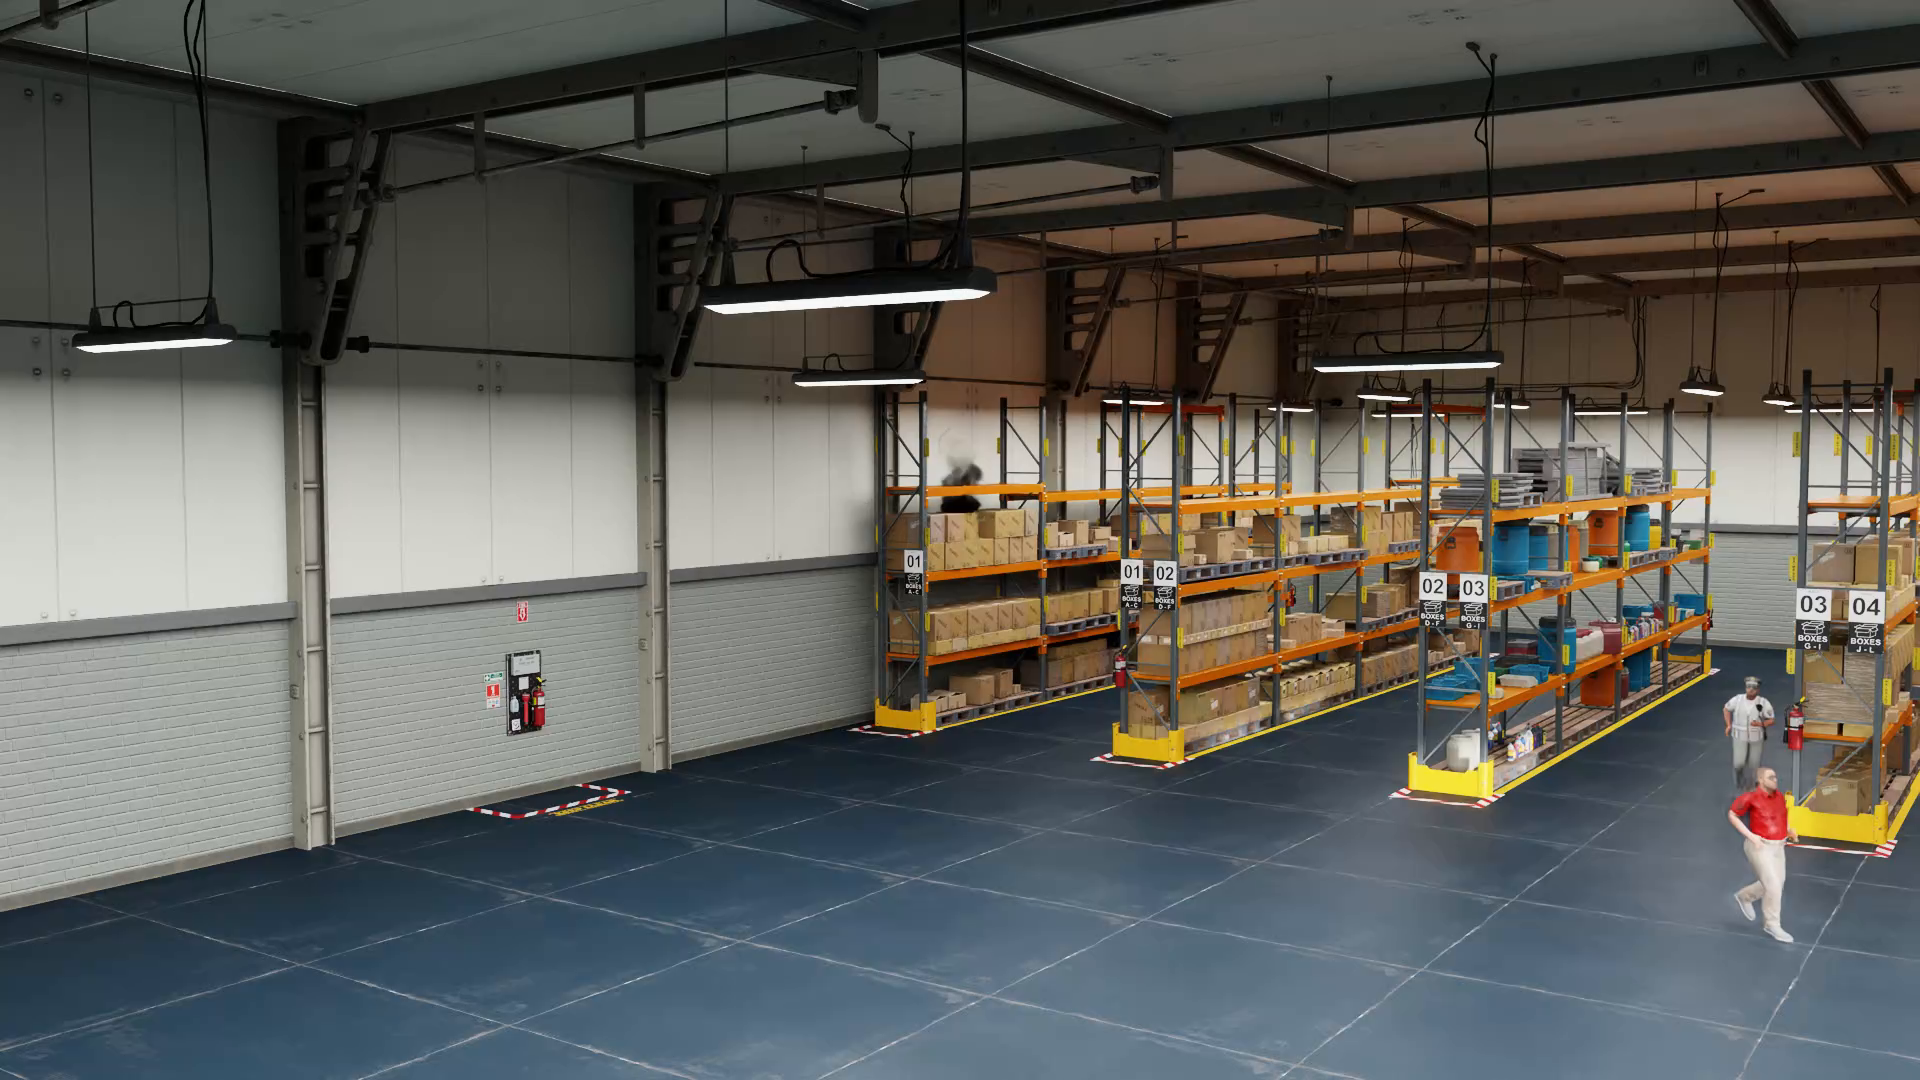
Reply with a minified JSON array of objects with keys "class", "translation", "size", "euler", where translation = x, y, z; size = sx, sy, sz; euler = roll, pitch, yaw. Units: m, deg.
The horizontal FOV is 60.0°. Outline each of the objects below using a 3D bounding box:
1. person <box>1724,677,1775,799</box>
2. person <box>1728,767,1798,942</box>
[{"class":"person","translation":[11.157,2.814,23.528],"size":[0.652,1.773,0.653],"euler":[1,3,24]},{"class":"person","translation":[8.274,3.196,17.162],"size":[0.670,1.726,0.789],"euler":[-2,4,-25]}]
